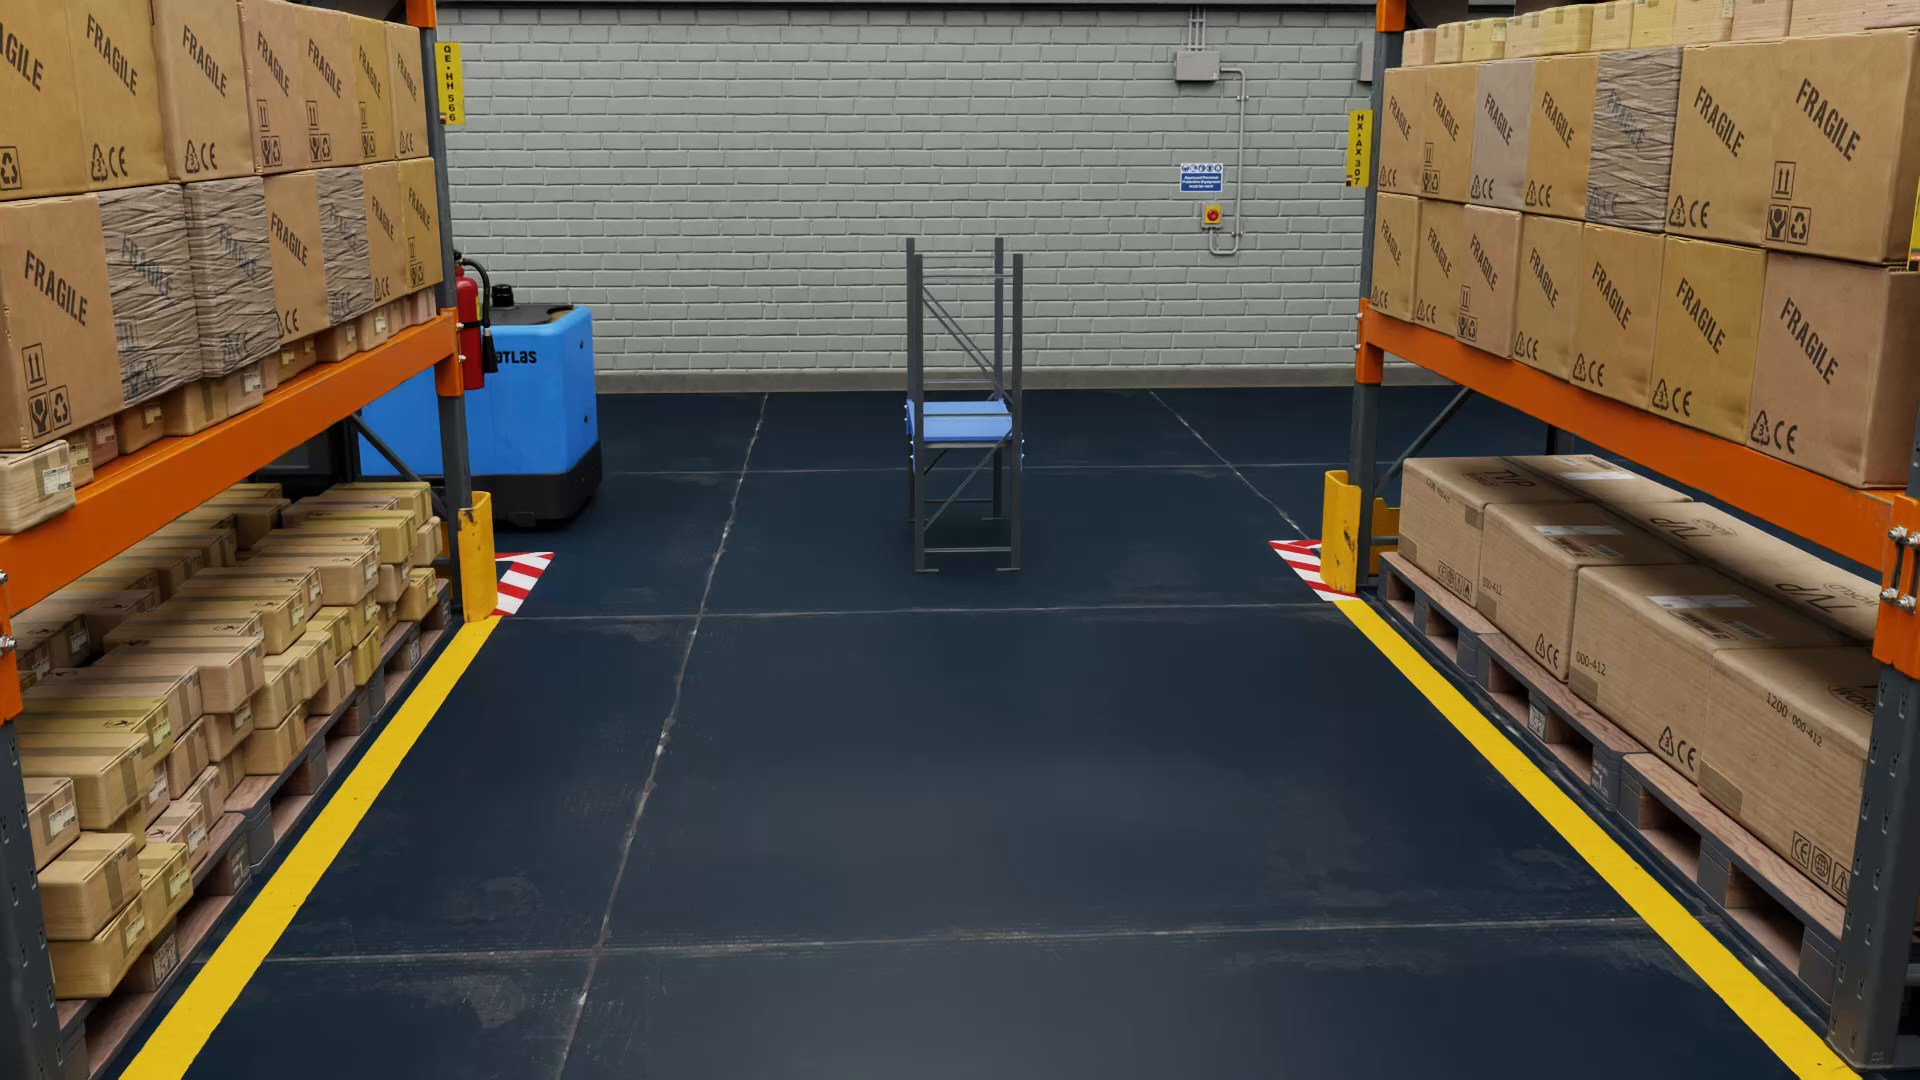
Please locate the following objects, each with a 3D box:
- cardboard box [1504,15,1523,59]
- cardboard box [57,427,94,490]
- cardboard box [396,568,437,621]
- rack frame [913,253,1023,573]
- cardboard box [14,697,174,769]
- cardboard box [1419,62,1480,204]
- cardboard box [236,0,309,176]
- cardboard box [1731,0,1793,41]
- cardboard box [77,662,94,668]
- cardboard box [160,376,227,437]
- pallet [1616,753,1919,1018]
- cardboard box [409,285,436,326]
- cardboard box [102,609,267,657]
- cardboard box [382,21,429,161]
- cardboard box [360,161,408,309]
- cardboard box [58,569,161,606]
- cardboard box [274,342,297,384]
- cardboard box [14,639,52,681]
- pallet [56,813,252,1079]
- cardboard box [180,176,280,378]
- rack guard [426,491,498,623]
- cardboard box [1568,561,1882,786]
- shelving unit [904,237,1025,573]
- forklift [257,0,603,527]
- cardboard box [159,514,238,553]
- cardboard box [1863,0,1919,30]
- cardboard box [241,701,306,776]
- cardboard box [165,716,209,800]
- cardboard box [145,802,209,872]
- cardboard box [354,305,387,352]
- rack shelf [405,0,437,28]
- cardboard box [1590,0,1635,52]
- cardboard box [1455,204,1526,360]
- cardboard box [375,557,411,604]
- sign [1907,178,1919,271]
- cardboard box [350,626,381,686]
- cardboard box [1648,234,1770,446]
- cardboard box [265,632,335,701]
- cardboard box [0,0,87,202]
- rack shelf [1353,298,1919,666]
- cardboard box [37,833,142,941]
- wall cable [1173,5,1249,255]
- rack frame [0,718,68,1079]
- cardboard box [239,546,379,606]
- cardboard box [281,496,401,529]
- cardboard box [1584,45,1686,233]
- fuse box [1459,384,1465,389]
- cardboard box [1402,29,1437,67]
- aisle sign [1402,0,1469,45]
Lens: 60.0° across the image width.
[{"bbox_3d":[2.128,-1.747,5.789,0.380,0.149,0.250,-1,14,-3],"label":"cardboard box"},{"bbox_3d":[-2.177,-0.174,3.686,0.380,0.149,0.250,0,14,-2],"label":"cardboard box"},{"bbox_3d":[-2.286,0.216,6.547,0.380,0.149,0.250,0,14,-2],"label":"cardboard box"},{"bbox_3d":[0.037,-0.579,7.766,0.500,1.500,0.032,-1,14,-3],"label":"rack frame"},{"bbox_3d":[-2.234,0.512,4.202,0.380,0.149,0.250,-1,14,-4],"label":"cardboard box"},{"bbox_3d":[2.075,-1.534,6.260,0.500,0.500,0.500,-1,14,-5],"label":"cardboard box"},{"bbox_3d":[-2.259,-1.332,4.878,0.500,0.500,0.500,-1,14,-5],"label":"cardboard box"},{"bbox_3d":[2.254,-1.369,4.318,0.380,0.149,0.250,-1,14,-4],"label":"cardboard box"},{"bbox_3d":[-2.746,0.476,4.940,0.380,0.149,0.250,-2,15,-6],"label":"cardboard box"},{"bbox_3d":[-2.208,-0.371,4.452,0.380,0.149,0.250,-1,14,-2],"label":"cardboard box"},{"bbox_3d":[2.569,0.902,4.598,1.003,0.211,1.213,-1,14,-3],"label":"pallet"},{"bbox_3d":[-2.342,-0.953,6.716,0.380,0.149,0.250,-1,14,-3],"label":"cardboard box"},{"bbox_3d":[-2.306,0.316,4.962,0.380,0.149,0.250,-1,15,-6],"label":"cardboard box"},{"bbox_3d":[-2.367,-1.718,6.381,0.500,0.500,0.500,-1,14,-5],"label":"cardboard box"},{"bbox_3d":[-2.333,-1.108,6.016,0.500,0.500,0.500,-1,14,-4],"label":"cardboard box"},{"bbox_3d":[-2.849,0.200,5.414,0.380,0.149,0.250,-1,14,-3],"label":"cardboard box"},{"bbox_3d":[-2.317,-0.566,5.210,0.380,0.149,0.250,-1,14,-2],"label":"cardboard box"},{"bbox_3d":[-2.803,0.391,4.670,0.380,0.149,0.250,-2,15,-6],"label":"cardboard box"},{"bbox_3d":[-2.473,1.027,4.111,1.003,0.211,1.213,-1,14,-3],"label":"pallet"},{"bbox_3d":[-2.209,-0.725,4.528,0.500,0.500,0.500,-1,14,-5],"label":"cardboard box"},{"bbox_3d":[-2.639,0.078,7.221,1.175,0.500,0.348,-1,14,-3],"label":"rack guard"},{"bbox_3d":[2.550,0.399,5.257,0.875,0.438,0.875,-1,14,-5],"label":"cardboard box"},{"bbox_3d":[0.005,-0.705,8.257,0.538,1.500,1.048,-1,14,-3],"label":"shelving unit"},{"bbox_3d":[-3.559,-1.576,8.770,3.031,2.935,1.130,0,14,-2],"label":"forklift"},{"bbox_3d":[-2.926,0.004,6.174,0.380,0.149,0.250,-1,14,-4],"label":"cardboard box"},{"bbox_3d":[2.201,-1.177,3.572,0.380,0.149,0.250,-1,14,-5],"label":"cardboard box"},{"bbox_3d":[-2.219,0.603,5.042,0.380,0.149,0.250,-1,14,-5],"label":"cardboard box"},{"bbox_3d":[-2.270,0.592,4.485,0.380,0.149,0.250,-2,15,-6],"label":"cardboard box"},{"bbox_3d":[-2.182,0.798,4.285,0.380,0.149,0.250,-1,14,-4],"label":"cardboard box"},{"bbox_3d":[-2.294,-0.766,5.986,0.380,0.149,0.250,0,14,-2],"label":"cardboard box"},{"bbox_3d":[-2.520,-1.759,4.765,1.077,0.370,4.000,-1,14,-3],"label":"rack shelf"},{"bbox_3d":[2.155,-1.557,5.048,0.380,0.149,0.250,-1,14,-3],"label":"cardboard box"},{"bbox_3d":[2.106,-0.926,5.904,0.500,0.500,0.500,-1,14,-4],"label":"cardboard box"},{"bbox_3d":[-2.293,0.138,6.253,0.380,0.149,0.250,-1,15,-6],"label":"cardboard box"},{"bbox_3d":[1.984,-0.707,3.358,0.100,0.325,0.005,-1,14,-3],"label":"sign"},{"bbox_3d":[-2.249,0.406,5.806,0.380,0.149,0.250,-2,15,-6],"label":"cardboard box"},{"bbox_3d":[2.217,-0.546,4.429,0.500,0.500,0.500,-1,14,-5],"label":"cardboard box"},{"bbox_3d":[-2.206,0.398,5.240,0.380,0.149,0.250,-1,14,-3],"label":"cardboard box"},{"bbox_3d":[-2.181,-0.950,3.393,0.500,0.500,0.500,-1,14,-2],"label":"cardboard box"},{"bbox_3d":[2.414,-0.407,5.534,1.077,0.370,4.000,-1,14,-3],"label":"rack shelf"},{"bbox_3d":[-2.099,0.781,3.752,0.380,0.149,0.250,0,14,-1],"label":"cardboard box"},{"bbox_3d":[1.917,-3.162,12.696,0.585,1.953,0.123,-1,14,-3],"label":"wall cable"},{"bbox_3d":[-2.400,-0.157,3.116,0.949,2.616,0.053,-1,14,-3],"label":"rack frame"},{"bbox_3d":[-2.232,0.122,5.716,0.380,0.149,0.250,0,14,-1],"label":"cardboard box"},{"bbox_3d":[-2.400,-0.071,6.469,0.380,0.149,0.250,-1,14,-2],"label":"cardboard box"},{"bbox_3d":[2.169,-1.157,4.796,0.500,0.500,0.500,-1,14,-3],"label":"cardboard box"},{"bbox_3d":[4.023,-2.027,12.972,0.539,1.711,0.414,-1,14,-3],"label":"fuse box"},{"bbox_3d":[2.036,-2.007,6.800,0.380,0.149,0.250,-1,14,-2],"label":"cardboard box"},{"bbox_3d":[1.996,-2.526,7.106,0.394,0.787,0.004,-1,14,-3],"label":"aisle sign"}]
